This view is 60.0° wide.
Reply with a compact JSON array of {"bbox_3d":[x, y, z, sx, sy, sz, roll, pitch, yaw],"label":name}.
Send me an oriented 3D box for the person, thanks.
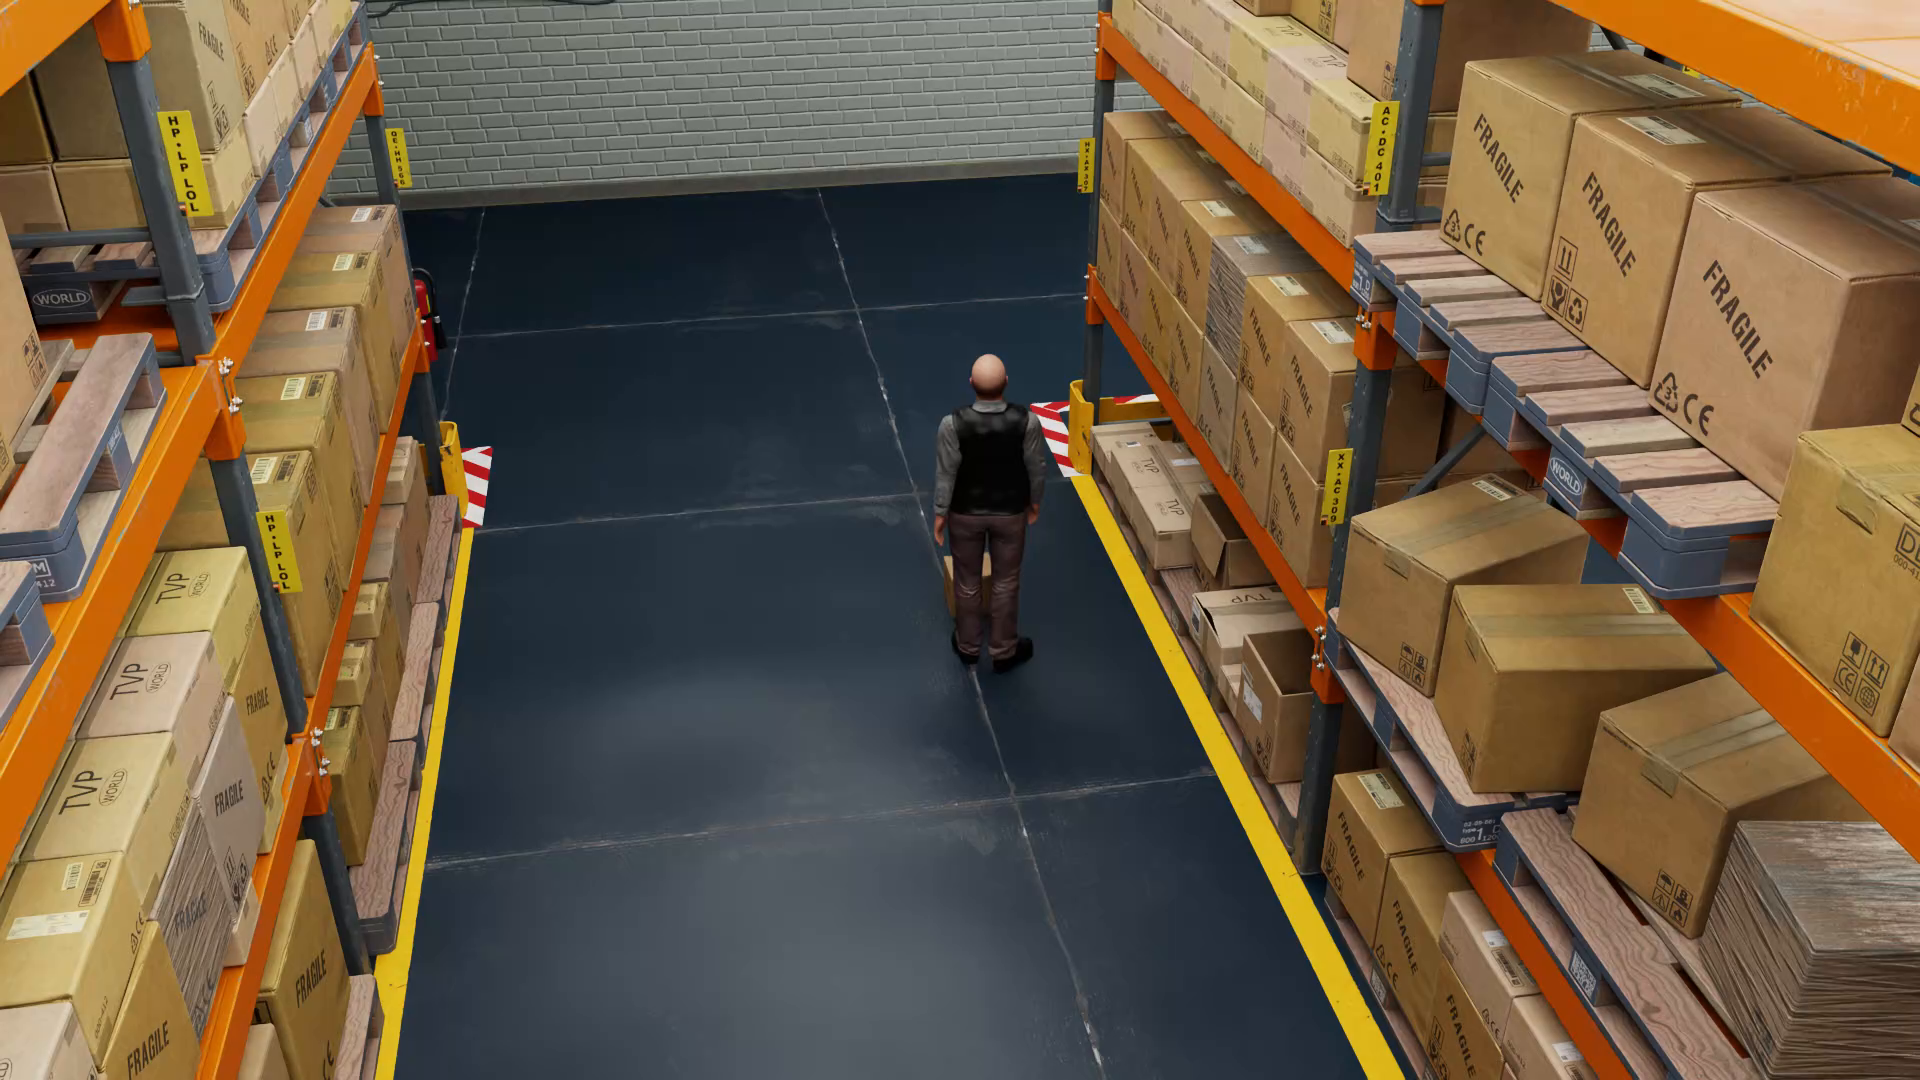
[{"bbox_3d":[0.146,-0.148,8.380,0.561,1.720,0.384,-1,31,-2],"label":"person"}]
